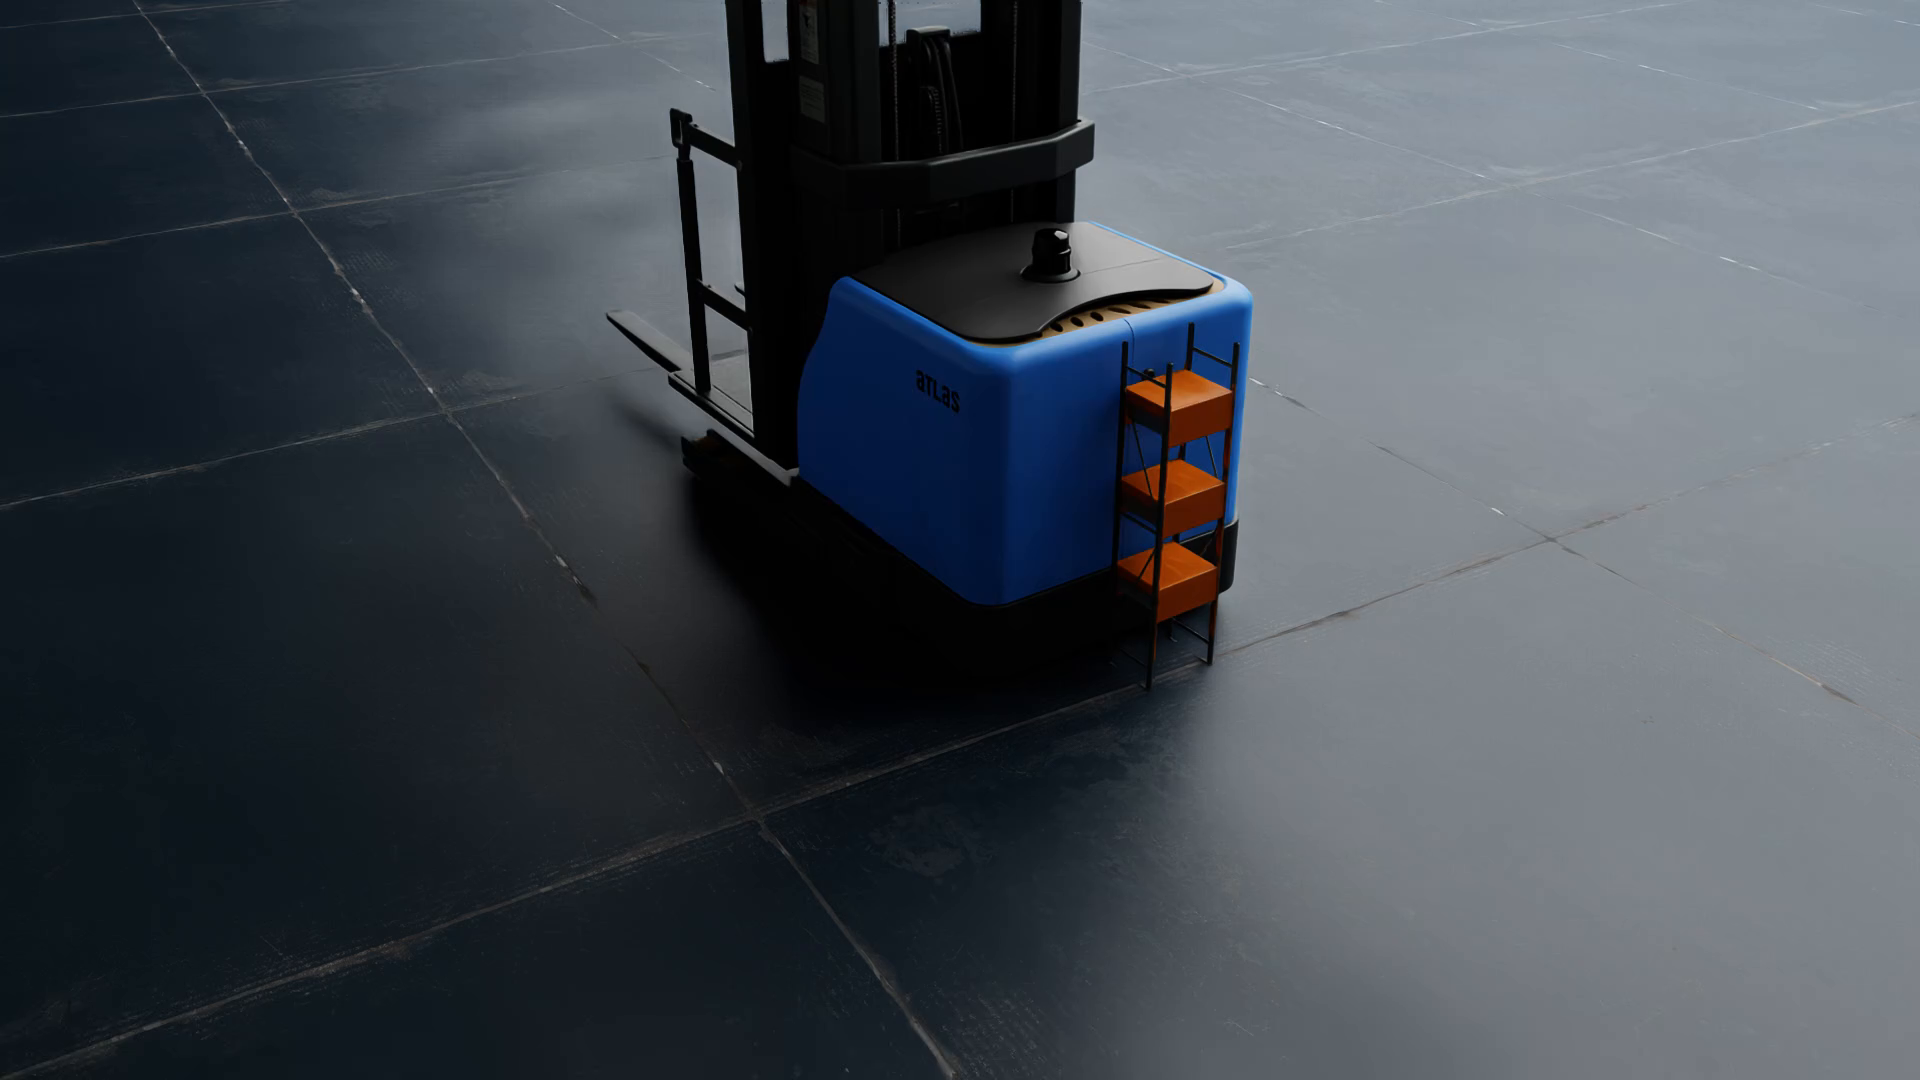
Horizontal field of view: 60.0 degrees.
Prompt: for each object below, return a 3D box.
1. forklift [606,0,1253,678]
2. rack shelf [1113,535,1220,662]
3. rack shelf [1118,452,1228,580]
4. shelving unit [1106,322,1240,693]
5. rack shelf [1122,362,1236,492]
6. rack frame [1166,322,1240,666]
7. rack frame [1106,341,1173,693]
[{"bbox_3d":[-0.366,-1.541,5.509,1.130,2.935,3.031,-18,34,-30],"label":"forklift"},{"bbox_3d":[0.607,0.171,4.951,0.240,0.259,0.215,-19,34,-30],"label":"rack shelf"},{"bbox_3d":[0.607,-0.073,4.817,0.240,0.259,0.215,-19,34,-30],"label":"rack shelf"},{"bbox_3d":[0.607,-0.082,4.812,0.252,1.050,0.215,-19,34,-30],"label":"shelving unit"},{"bbox_3d":[0.607,-0.321,4.680,0.240,0.259,0.215,-19,34,-30],"label":"rack shelf"},{"bbox_3d":[0.706,-0.116,4.874,0.008,1.050,0.200,-19,34,-30],"label":"rack frame"},{"bbox_3d":[0.507,-0.048,4.750,0.008,1.050,0.200,-19,34,-30],"label":"rack frame"}]
